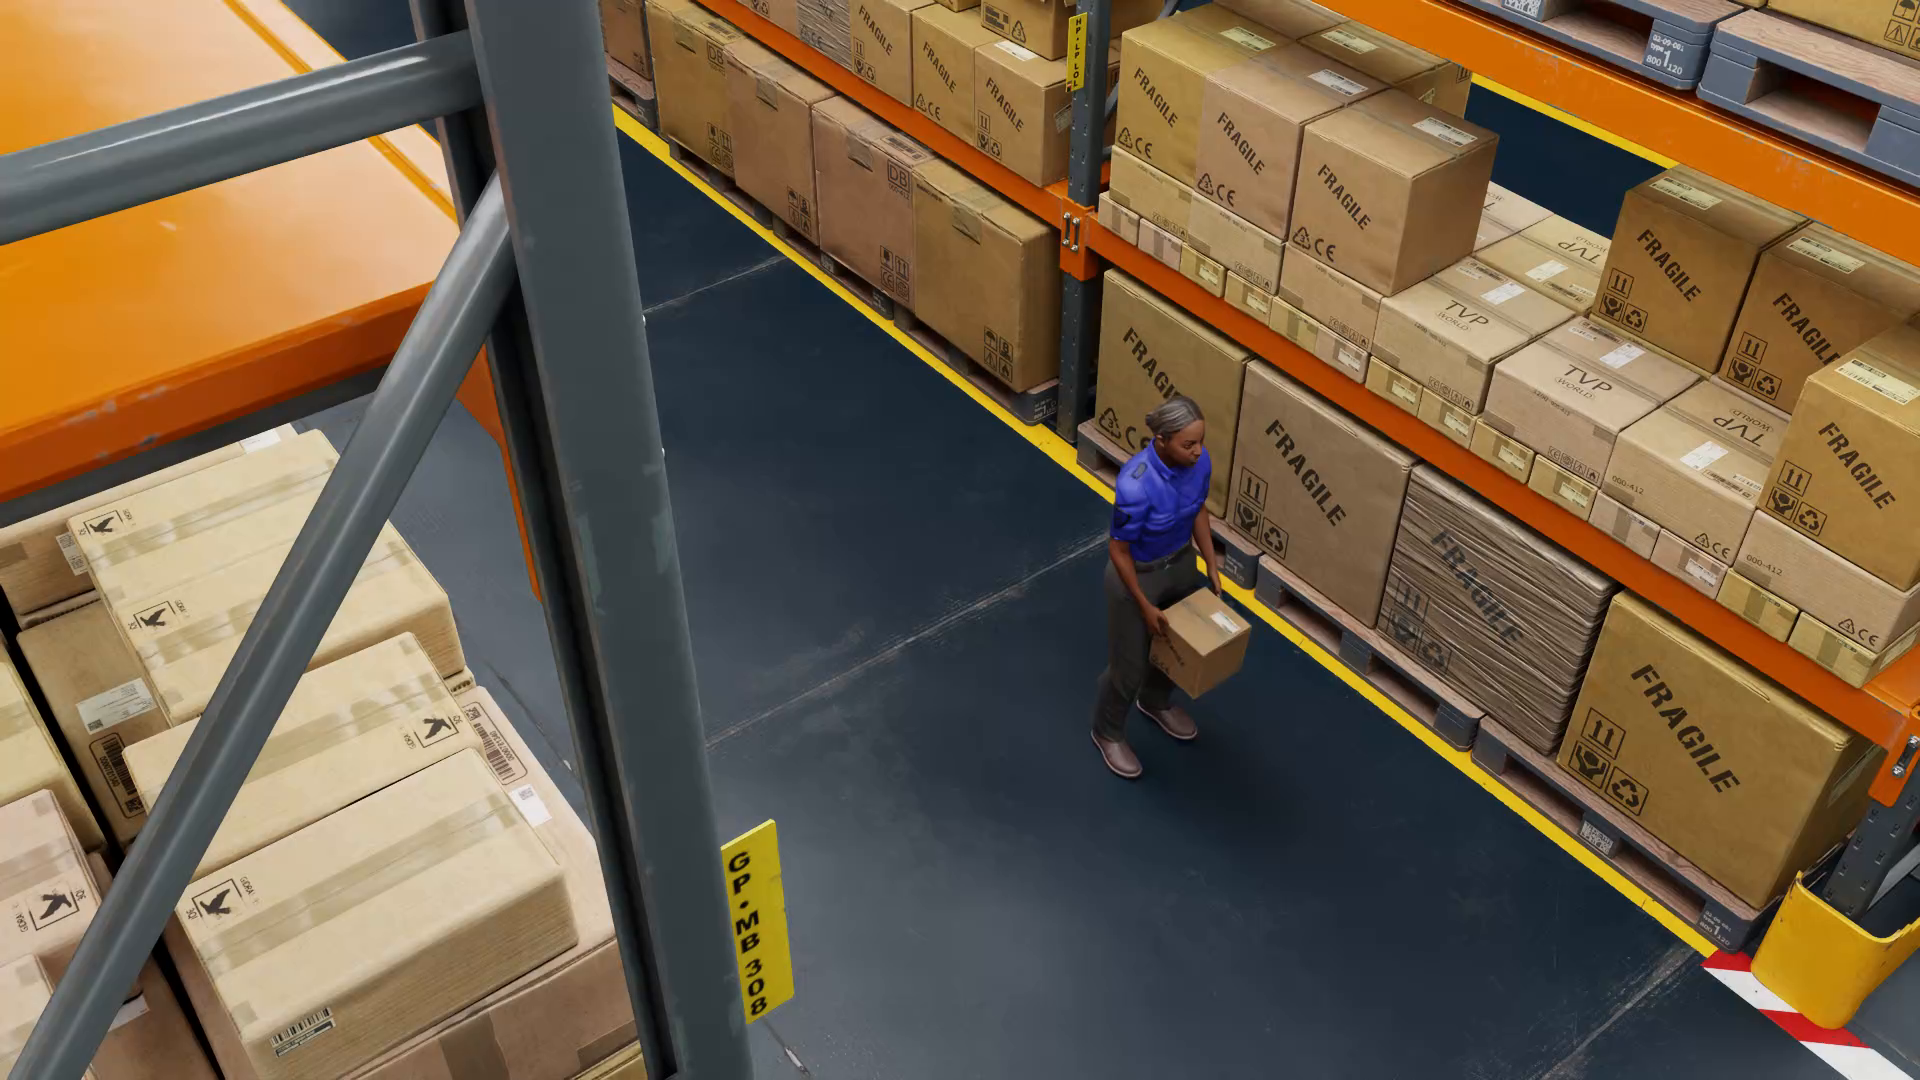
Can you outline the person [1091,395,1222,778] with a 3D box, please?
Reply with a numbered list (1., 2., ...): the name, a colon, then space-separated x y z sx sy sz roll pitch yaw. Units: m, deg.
1. person: 0.747 0.157 6.232 0.486 1.662 0.365 -27 48 -28
